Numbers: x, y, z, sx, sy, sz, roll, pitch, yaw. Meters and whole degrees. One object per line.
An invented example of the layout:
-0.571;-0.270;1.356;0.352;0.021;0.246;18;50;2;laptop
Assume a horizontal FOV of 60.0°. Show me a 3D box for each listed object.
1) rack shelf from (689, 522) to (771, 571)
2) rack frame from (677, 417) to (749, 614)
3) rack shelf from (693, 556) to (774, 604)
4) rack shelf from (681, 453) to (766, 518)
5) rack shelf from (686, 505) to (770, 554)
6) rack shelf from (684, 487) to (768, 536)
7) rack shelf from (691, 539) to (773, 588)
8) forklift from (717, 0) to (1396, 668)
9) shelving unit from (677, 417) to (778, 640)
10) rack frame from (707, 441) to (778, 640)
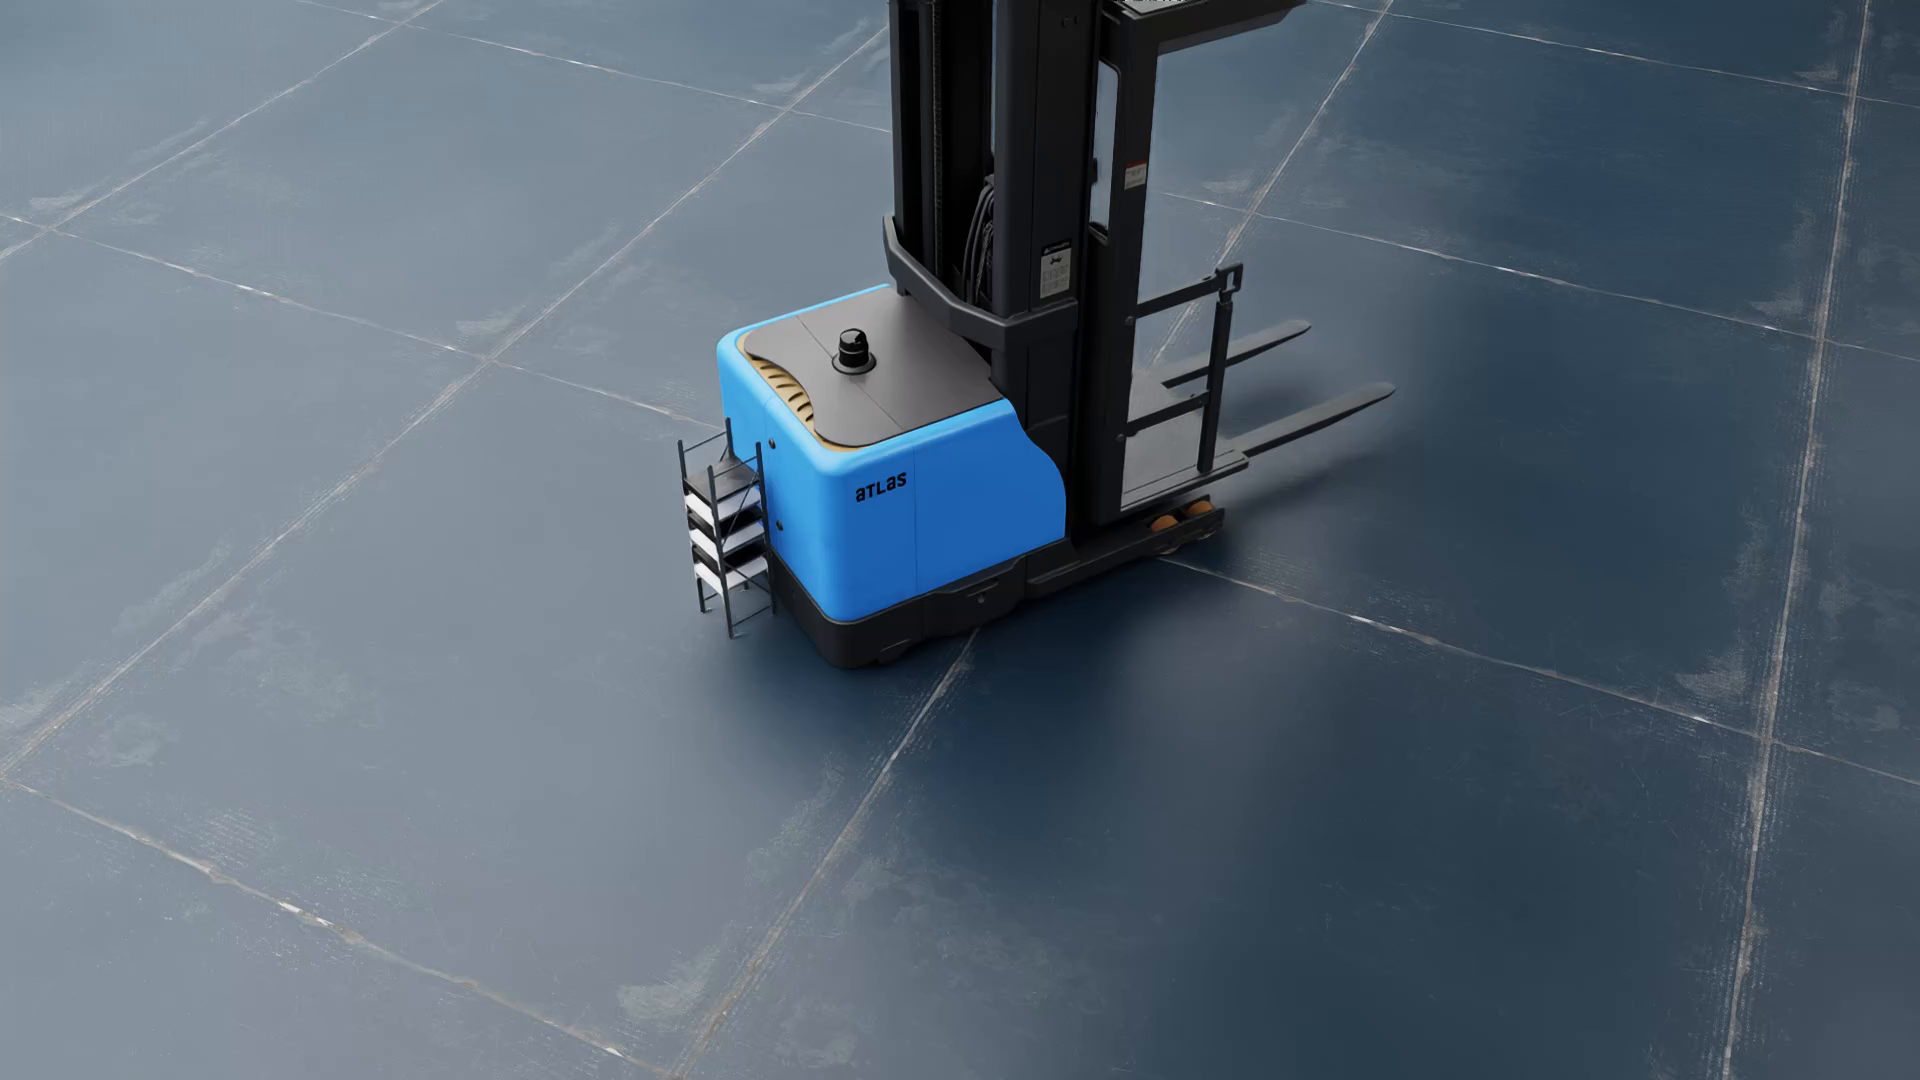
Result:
-0.916;-0.009;6.625;0.258;0.077;0.200;-29;49;-29;rack shelf
-0.982;-0.085;6.661;0.240;0.900;0.006;-29;49;-29;rack frame
-0.916;0.127;6.742;0.258;0.077;0.200;-29;49;-29;rack shelf
-0.916;-0.213;6.448;0.258;0.077;0.200;-29;49;-29;rack shelf
-0.916;-0.077;6.566;0.258;0.077;0.200;-29;49;-29;rack shelf
-0.916;-0.145;6.507;0.258;0.077;0.200;-29;49;-29;rack shelf
-0.916;0.059;6.683;0.258;0.077;0.200;-29;49;-29;rack shelf
0.557;-1.324;6.540;3.031;2.935;1.130;-21;45;-23;forklift
-0.916;-0.034;6.603;0.258;0.900;0.210;-29;49;-29;shelving unit
-0.850;0.016;6.544;0.240;0.900;0.006;-29;49;-29;rack frame
